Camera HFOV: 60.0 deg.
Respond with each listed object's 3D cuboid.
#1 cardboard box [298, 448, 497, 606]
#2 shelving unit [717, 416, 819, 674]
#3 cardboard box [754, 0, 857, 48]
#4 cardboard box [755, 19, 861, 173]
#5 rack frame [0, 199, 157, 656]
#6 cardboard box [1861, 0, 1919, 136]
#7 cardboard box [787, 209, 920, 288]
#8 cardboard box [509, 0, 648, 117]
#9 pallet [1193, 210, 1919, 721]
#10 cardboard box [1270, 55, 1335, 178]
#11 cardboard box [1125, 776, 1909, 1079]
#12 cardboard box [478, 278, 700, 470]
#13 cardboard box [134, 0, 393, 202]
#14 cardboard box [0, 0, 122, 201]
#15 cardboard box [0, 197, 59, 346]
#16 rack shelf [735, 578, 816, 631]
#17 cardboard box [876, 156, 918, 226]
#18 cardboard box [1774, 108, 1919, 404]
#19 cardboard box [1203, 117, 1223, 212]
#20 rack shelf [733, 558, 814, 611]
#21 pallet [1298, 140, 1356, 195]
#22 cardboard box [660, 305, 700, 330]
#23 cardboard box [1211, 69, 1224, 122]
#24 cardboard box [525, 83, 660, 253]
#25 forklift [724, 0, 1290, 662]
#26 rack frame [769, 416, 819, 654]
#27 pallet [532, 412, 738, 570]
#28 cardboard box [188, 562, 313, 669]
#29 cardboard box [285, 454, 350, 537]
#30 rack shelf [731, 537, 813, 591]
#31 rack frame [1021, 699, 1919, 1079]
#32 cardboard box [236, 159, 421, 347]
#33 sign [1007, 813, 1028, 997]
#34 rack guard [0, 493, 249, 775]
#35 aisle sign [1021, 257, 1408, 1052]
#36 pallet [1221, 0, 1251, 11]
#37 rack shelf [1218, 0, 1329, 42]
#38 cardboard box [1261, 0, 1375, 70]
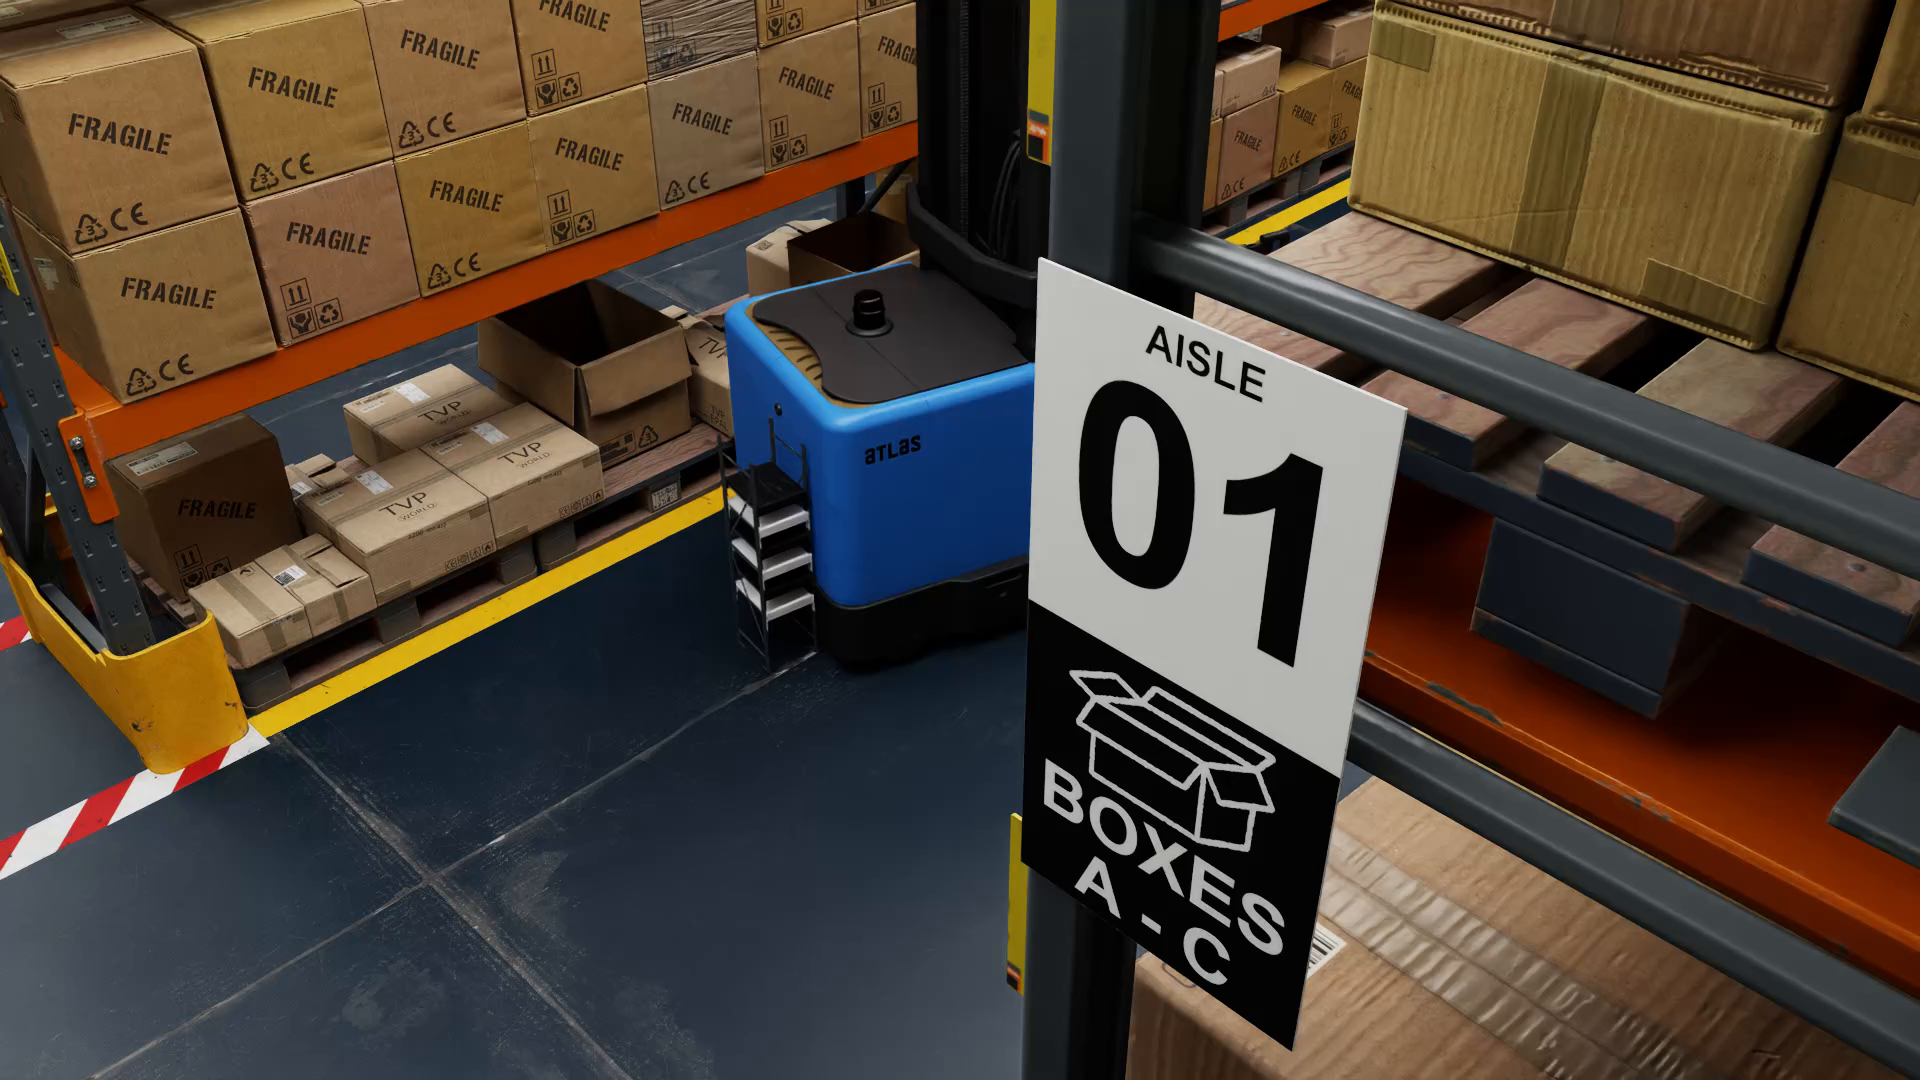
[{"bbox_3d":[-2.104,-0.059,6.231,0.500,0.250,0.500,30,45,35],"label":"cardboard box"},{"bbox_3d":[-0.678,0.029,5.922,0.210,0.900,0.258,-22,41,-28],"label":"shelving unit"},{"bbox_3d":[-0.754,-2.253,6.397,0.500,0.500,0.500,29,44,35],"label":"cardboard box"},{"bbox_3d":[-0.755,-1.845,6.686,0.500,0.500,0.500,-29,44,-34],"label":"cardboard box"},{"bbox_3d":[-3.041,-0.697,5.127,1.000,3.000,0.127,30,45,35],"label":"rack frame"},{"bbox_3d":[1.163,-0.590,1.373,0.500,0.500,0.500,28,43,34],"label":"cardboard box"},{"bbox_3d":[-0.423,-1.130,7.549,0.500,0.500,0.500,30,45,35],"label":"cardboard box"},{"bbox_3d":[-1.465,-1.845,5.811,0.500,0.500,0.500,29,44,35],"label":"cardboard box"},{"bbox_3d":[0.992,-0.201,1.871,1.003,0.211,1.213,30,45,35],"label":"pallet"},{"bbox_3d":[1.739,-2.415,9.391,0.500,0.500,0.500,28,44,34],"label":"cardboard box"},{"bbox_3d":[0.829,0.964,2.483,0.700,0.700,0.980,-28,43,-34],"label":"cardboard box"},{"bbox_3d":[-1.543,-0.712,6.947,0.797,0.503,0.637,30,45,35],"label":"cardboard box"},{"bbox_3d":[-2.178,-1.437,5.227,0.500,0.500,0.500,-29,44,-35],"label":"cardboard box"},{"bbox_3d":[-2.922,-1.439,5.230,0.500,0.500,0.500,29,44,35],"label":"cardboard box"},{"bbox_3d":[-2.918,-1.029,5.516,0.500,0.500,0.500,-28,44,-34],"label":"cardboard box"},{"bbox_3d":[-0.678,0.204,6.044,0.200,0.077,0.258,-22,41,-28],"label":"rack shelf"},{"bbox_3d":[-0.078,-1.791,8.497,0.500,0.500,0.500,29,44,35],"label":"cardboard box"},{"bbox_3d":[1.166,-0.281,1.585,0.500,0.250,0.500,-27,43,-33],"label":"cardboard box"},{"bbox_3d":[1.017,-1.995,8.788,0.500,0.500,0.500,-29,44,-35],"label":"cardboard box"},{"bbox_3d":[-0.678,0.130,5.993,0.200,0.077,0.258,-22,41,-28],"label":"rack shelf"},{"bbox_3d":[2.043,-2.513,10.168,1.003,0.211,1.213,30,45,35],"label":"pallet"},{"bbox_3d":[-1.274,-0.900,7.511,0.380,0.166,0.250,30,45,35],"label":"cardboard box"},{"bbox_3d":[0.996,-2.287,8.552,0.500,0.250,0.500,30,45,35],"label":"cardboard box"},{"bbox_3d":[-1.472,-1.428,6.088,0.500,0.500,0.500,-29,44,-35],"label":"cardboard box"},{"bbox_3d":[0.659,-1.359,6.137,3.031,2.935,1.130,-17,38,-23],"label":"forklift"},{"bbox_3d":[-0.595,-0.005,5.971,0.006,0.900,0.240,-22,41,-28],"label":"rack frame"},{"bbox_3d":[-1.567,-0.400,7.140,1.003,0.211,1.213,30,45,35],"label":"pallet"},{"bbox_3d":[-2.502,0.261,5.861,0.380,0.149,0.250,30,45,35],"label":"cardboard box"},{"bbox_3d":[-2.483,-0.163,6.454,0.380,0.166,0.250,30,45,35],"label":"cardboard box"},{"bbox_3d":[-0.678,0.056,5.941,0.200,0.077,0.258,-22,41,-28],"label":"rack shelf"},{"bbox_3d":[0.477,1.298,2.266,1.000,3.000,0.127,30,45,35],"label":"rack frame"},{"bbox_3d":[-2.181,-1.023,5.507,0.500,0.500,0.500,29,44,35],"label":"cardboard box"},{"bbox_3d":[0.102,0.502,2.189,0.100,0.325,0.005,30,45,35],"label":"sign"},{"bbox_3d":[-2.987,0.298,5.886,1.175,0.500,0.348,30,45,35],"label":"rack guard"},{"bbox_3d":[0.214,0.140,1.654,0.394,0.787,0.004,30,45,35],"label":"aisle sign"},{"bbox_3d":[1.229,-3.074,8.703,1.003,0.211,1.213,30,45,35],"label":"pallet"},{"bbox_3d":[1.187,-2.837,8.825,1.077,0.370,4.000,30,45,35],"label":"rack shelf"},{"bbox_3d":[2.067,-2.908,9.443,0.500,0.250,0.500,-28,44,-34],"label":"cardboard box"}]
